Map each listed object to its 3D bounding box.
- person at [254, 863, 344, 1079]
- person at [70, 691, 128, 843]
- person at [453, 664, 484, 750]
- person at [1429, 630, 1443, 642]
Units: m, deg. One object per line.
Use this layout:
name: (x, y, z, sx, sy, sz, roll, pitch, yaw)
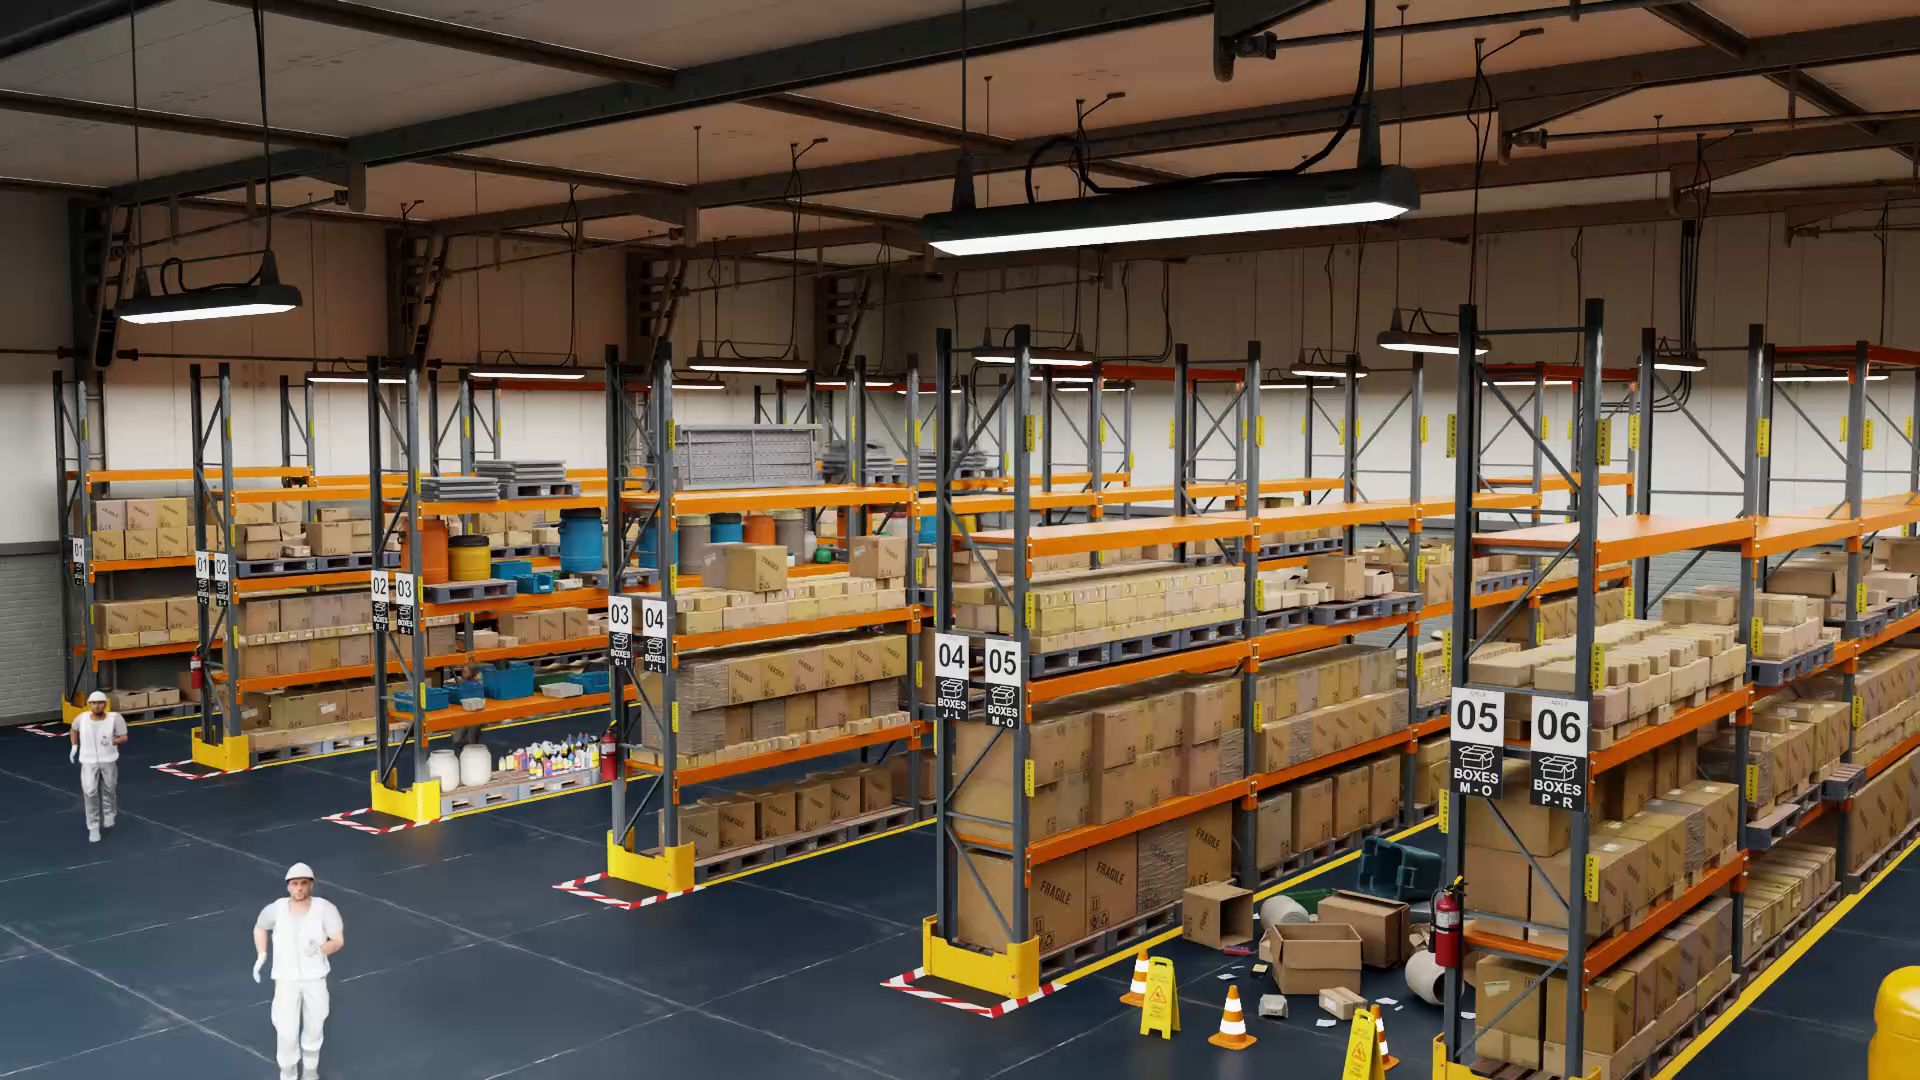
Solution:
person: (-5.002, 3.361, 12.600, 0.641, 1.838, 0.763, -2, 5, -24)
person: (-10.665, 2.780, 20.616, 0.662, 1.842, 0.883, -2, 5, -25)
person: (-7.195, 2.615, 24.309, 0.558, 1.600, 0.589, 2, 5, 29)
person: (7.817, 2.327, 27.044, 0.837, 1.722, 0.720, -4, 5, -41)
